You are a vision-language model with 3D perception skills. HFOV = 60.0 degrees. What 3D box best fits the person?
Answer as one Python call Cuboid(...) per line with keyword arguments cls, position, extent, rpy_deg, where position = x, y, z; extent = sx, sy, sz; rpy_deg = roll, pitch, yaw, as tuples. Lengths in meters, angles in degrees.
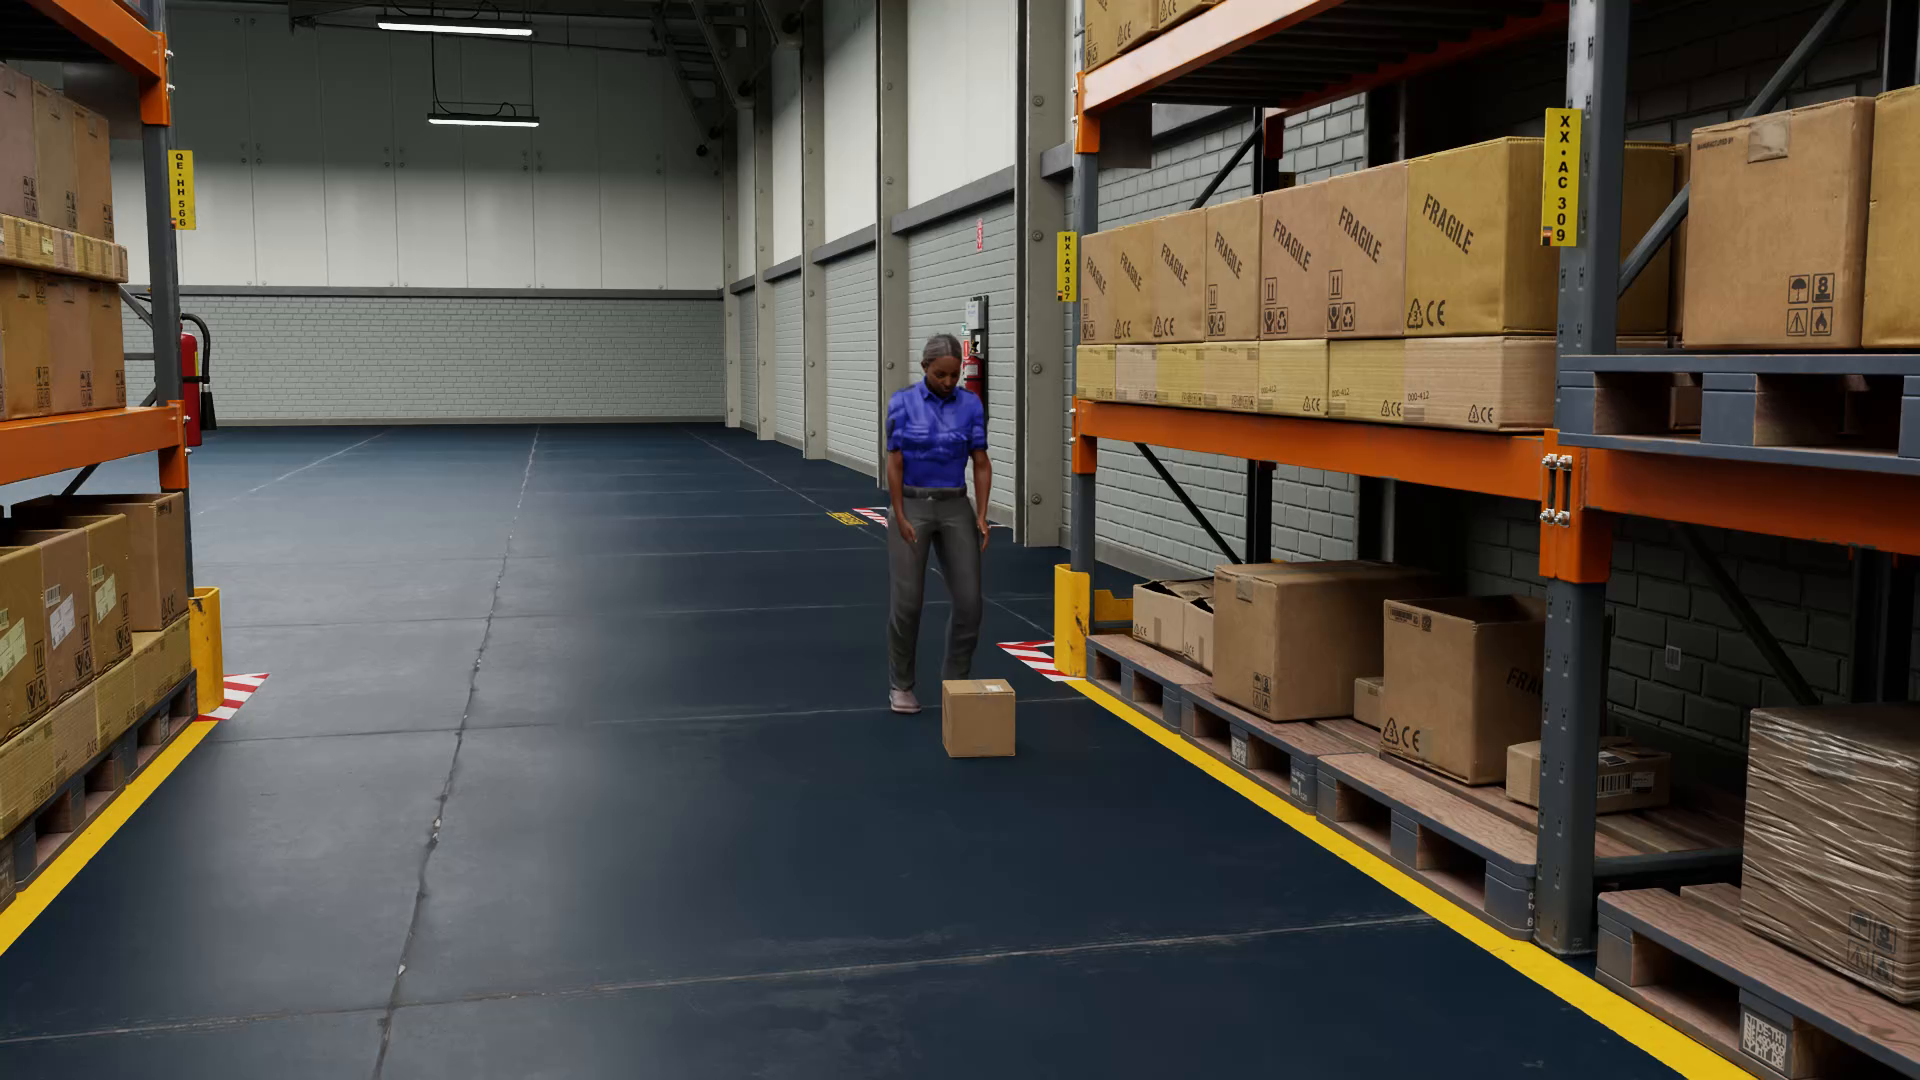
Cuboid(cls="person", position=(-0.090, -0.070, 7.130), extent=(0.457, 1.610, 0.375), rpy_deg=(-1, 6, -12))
